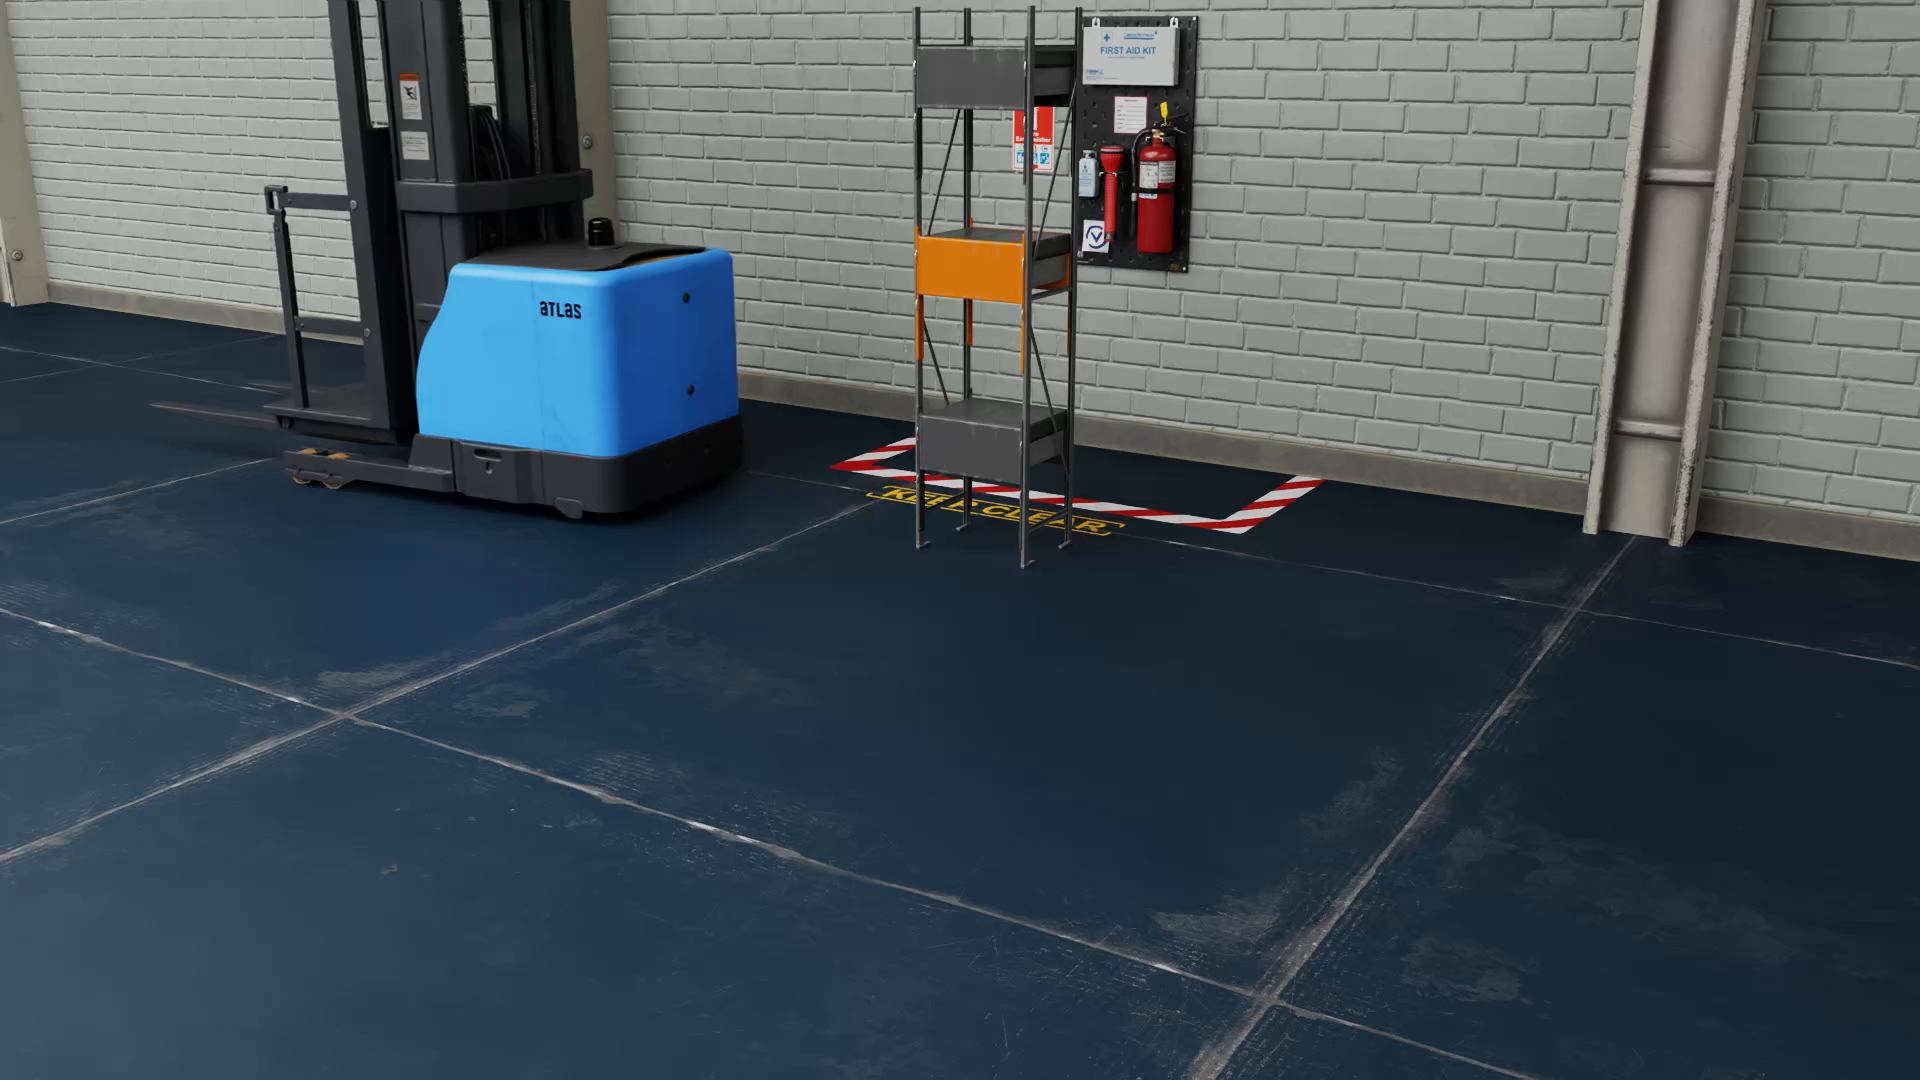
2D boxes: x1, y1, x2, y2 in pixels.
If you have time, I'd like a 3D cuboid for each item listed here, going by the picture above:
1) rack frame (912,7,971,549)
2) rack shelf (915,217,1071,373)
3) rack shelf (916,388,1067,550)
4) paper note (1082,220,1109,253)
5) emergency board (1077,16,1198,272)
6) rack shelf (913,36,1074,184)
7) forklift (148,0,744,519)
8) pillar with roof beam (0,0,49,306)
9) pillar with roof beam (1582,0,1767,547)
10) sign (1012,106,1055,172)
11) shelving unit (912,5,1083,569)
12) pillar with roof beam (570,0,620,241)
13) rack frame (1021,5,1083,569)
[{"bbox_3d":[-0.067,-1.017,6.615,0.015,2.100,0.400,10,20,30],"label":"rack frame"},{"bbox_3d":[0.141,-0.966,6.497,0.480,0.518,0.431,10,20,30],"label":"rack shelf"},{"bbox_3d":[0.141,-0.297,6.701,0.480,0.518,0.431,10,20,30],"label":"rack shelf"},{"bbox_3d":[0.663,-1.483,8.117,0.142,0.148,0.016,10,20,30],"label":"paper note"},{"bbox_3d":[0.778,-1.860,7.845,0.643,1.169,0.194,10,20,30],"label":"emergency board"},{"bbox_3d":[0.141,-1.636,6.294,0.480,0.518,0.431,10,20,30],"label":"rack shelf"},{"bbox_3d":[-2.573,-1.763,7.644,3.031,2.935,1.130,8,19,25],"label":"forklift"},{"bbox_3d":[-9.615,-5.105,8.203,0.400,9.000,9.100,10,20,30],"label":"pillar with roof beam"},{"bbox_3d":[0.611,-3.279,2.194,0.400,9.000,9.100,10,20,30],"label":"pillar with roof beam"},{"bbox_3d":[0.361,-1.987,8.200,0.234,0.329,0.001,10,20,30],"label":"sign"},{"bbox_3d":[0.141,-0.980,6.493,0.503,2.100,0.431,10,20,30],"label":"shelving unit"},{"bbox_3d":[-4.502,-4.192,5.198,0.400,9.000,9.100,10,20,30],"label":"pillar with roof beam"},{"bbox_3d":[0.349,-0.942,6.371,0.015,2.100,0.400,10,20,30],"label":"rack frame"}]
